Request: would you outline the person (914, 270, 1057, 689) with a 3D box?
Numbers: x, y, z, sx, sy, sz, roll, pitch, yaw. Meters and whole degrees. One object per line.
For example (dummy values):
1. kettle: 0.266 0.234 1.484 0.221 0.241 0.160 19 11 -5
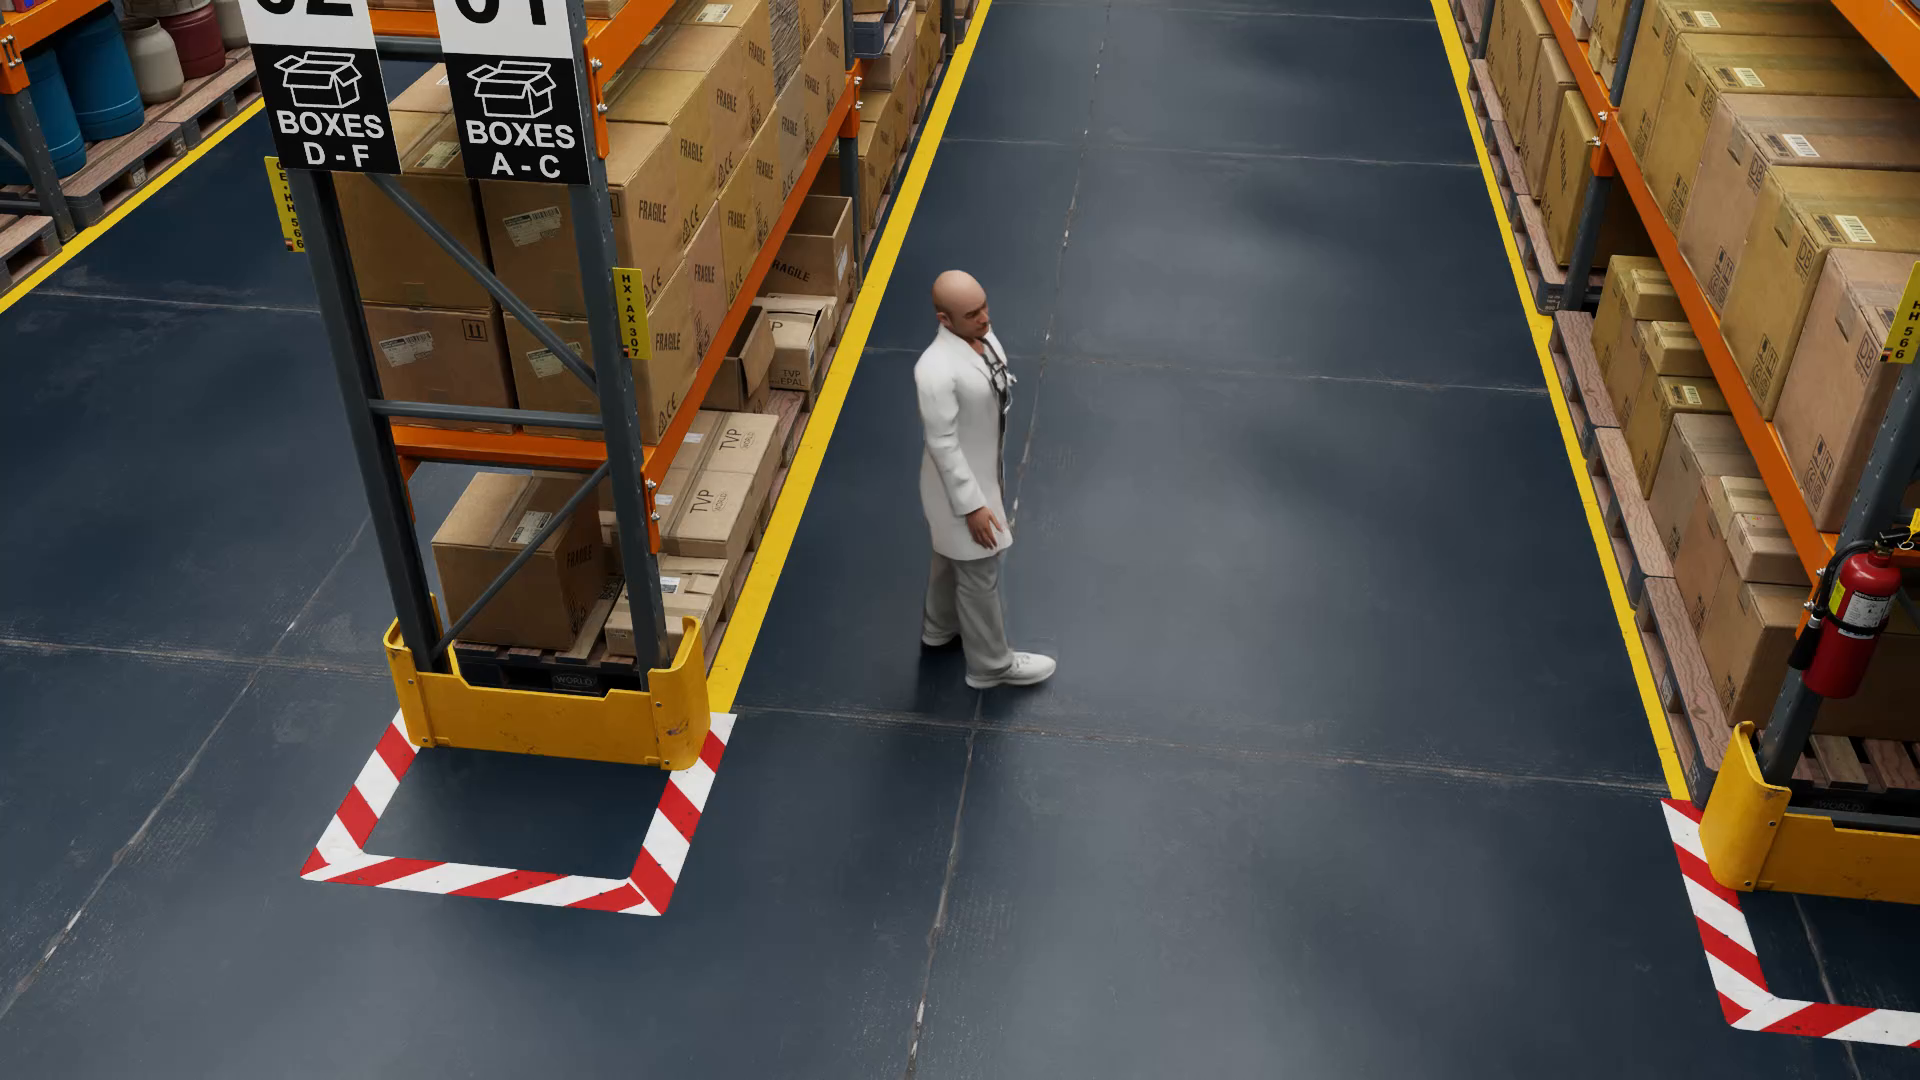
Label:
1. person: 0.117 -0.224 6.429 0.597 1.783 0.623 7 36 9
